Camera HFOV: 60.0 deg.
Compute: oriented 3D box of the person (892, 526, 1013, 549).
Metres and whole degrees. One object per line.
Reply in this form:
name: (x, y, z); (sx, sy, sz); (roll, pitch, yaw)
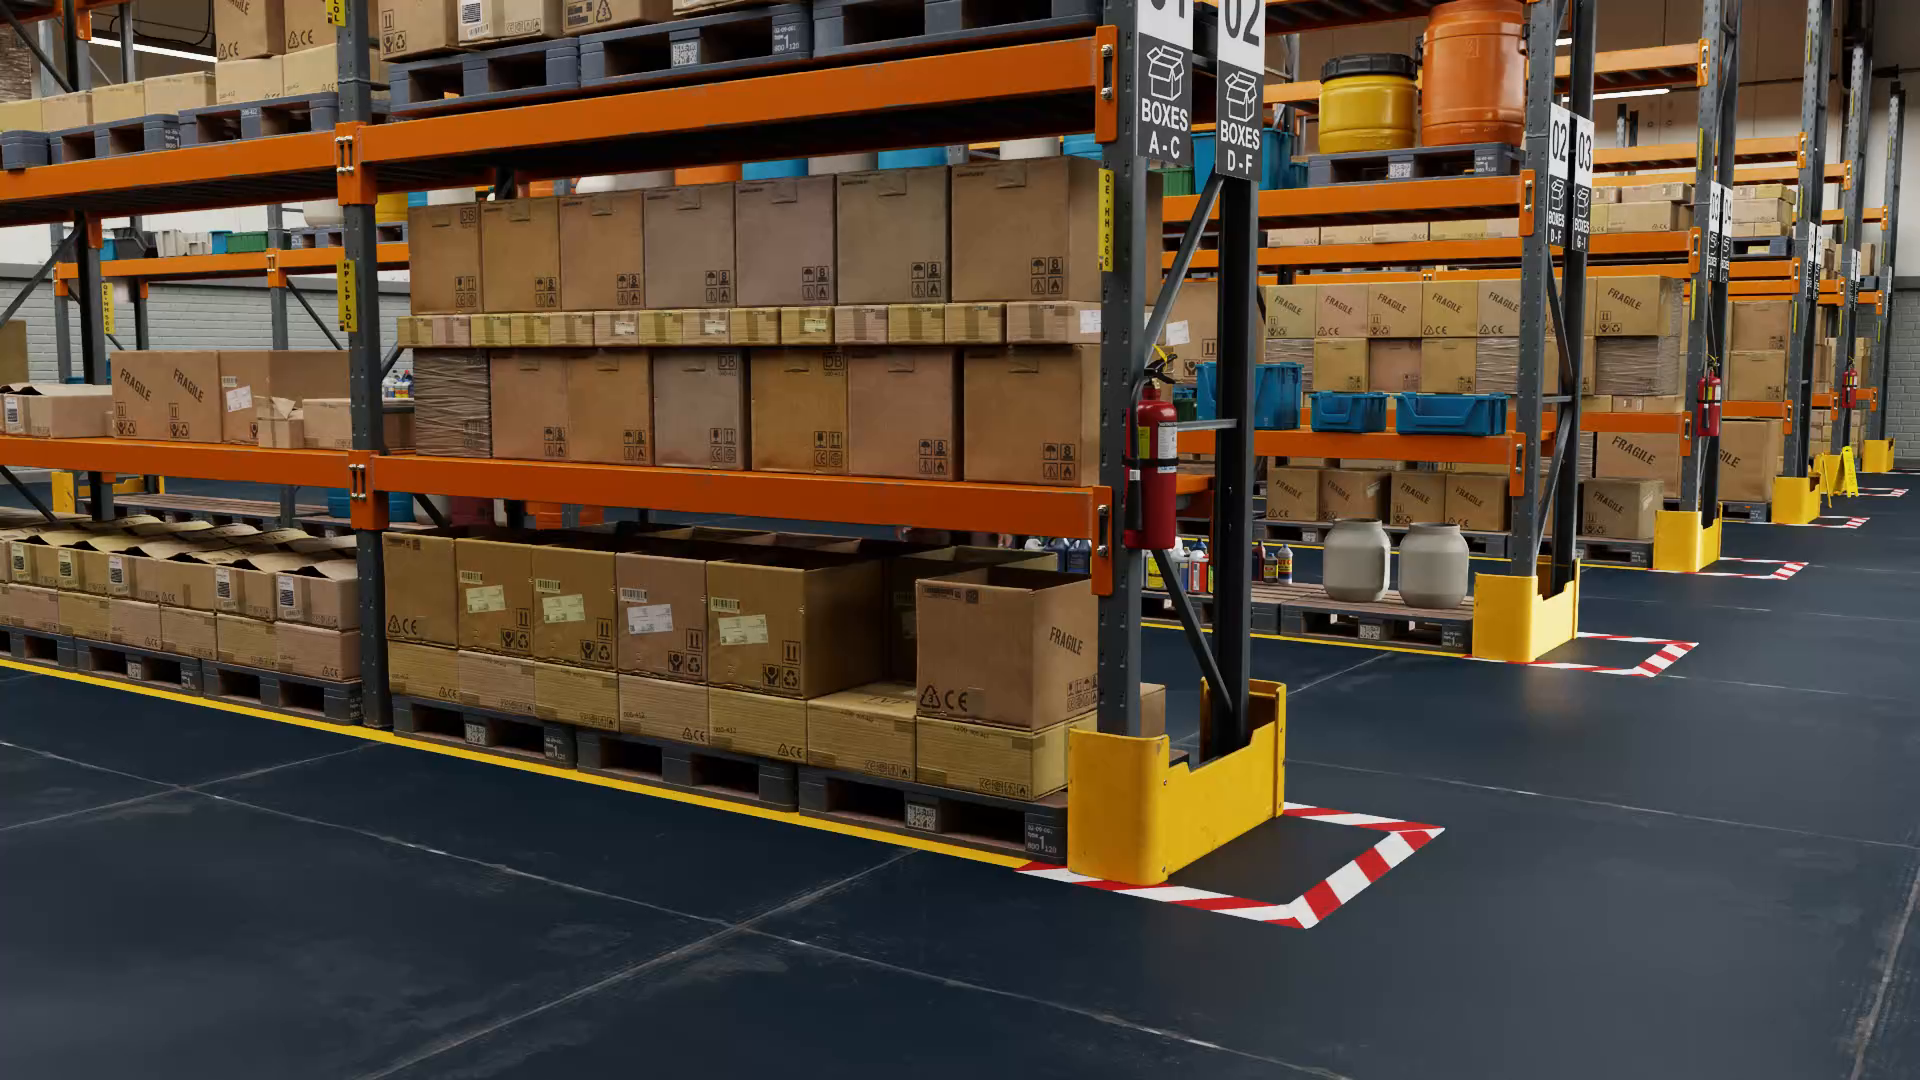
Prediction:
person: (-0.030, -0.076, 8.601); (0.693, 1.776, 0.582); (0, 6, 2)
